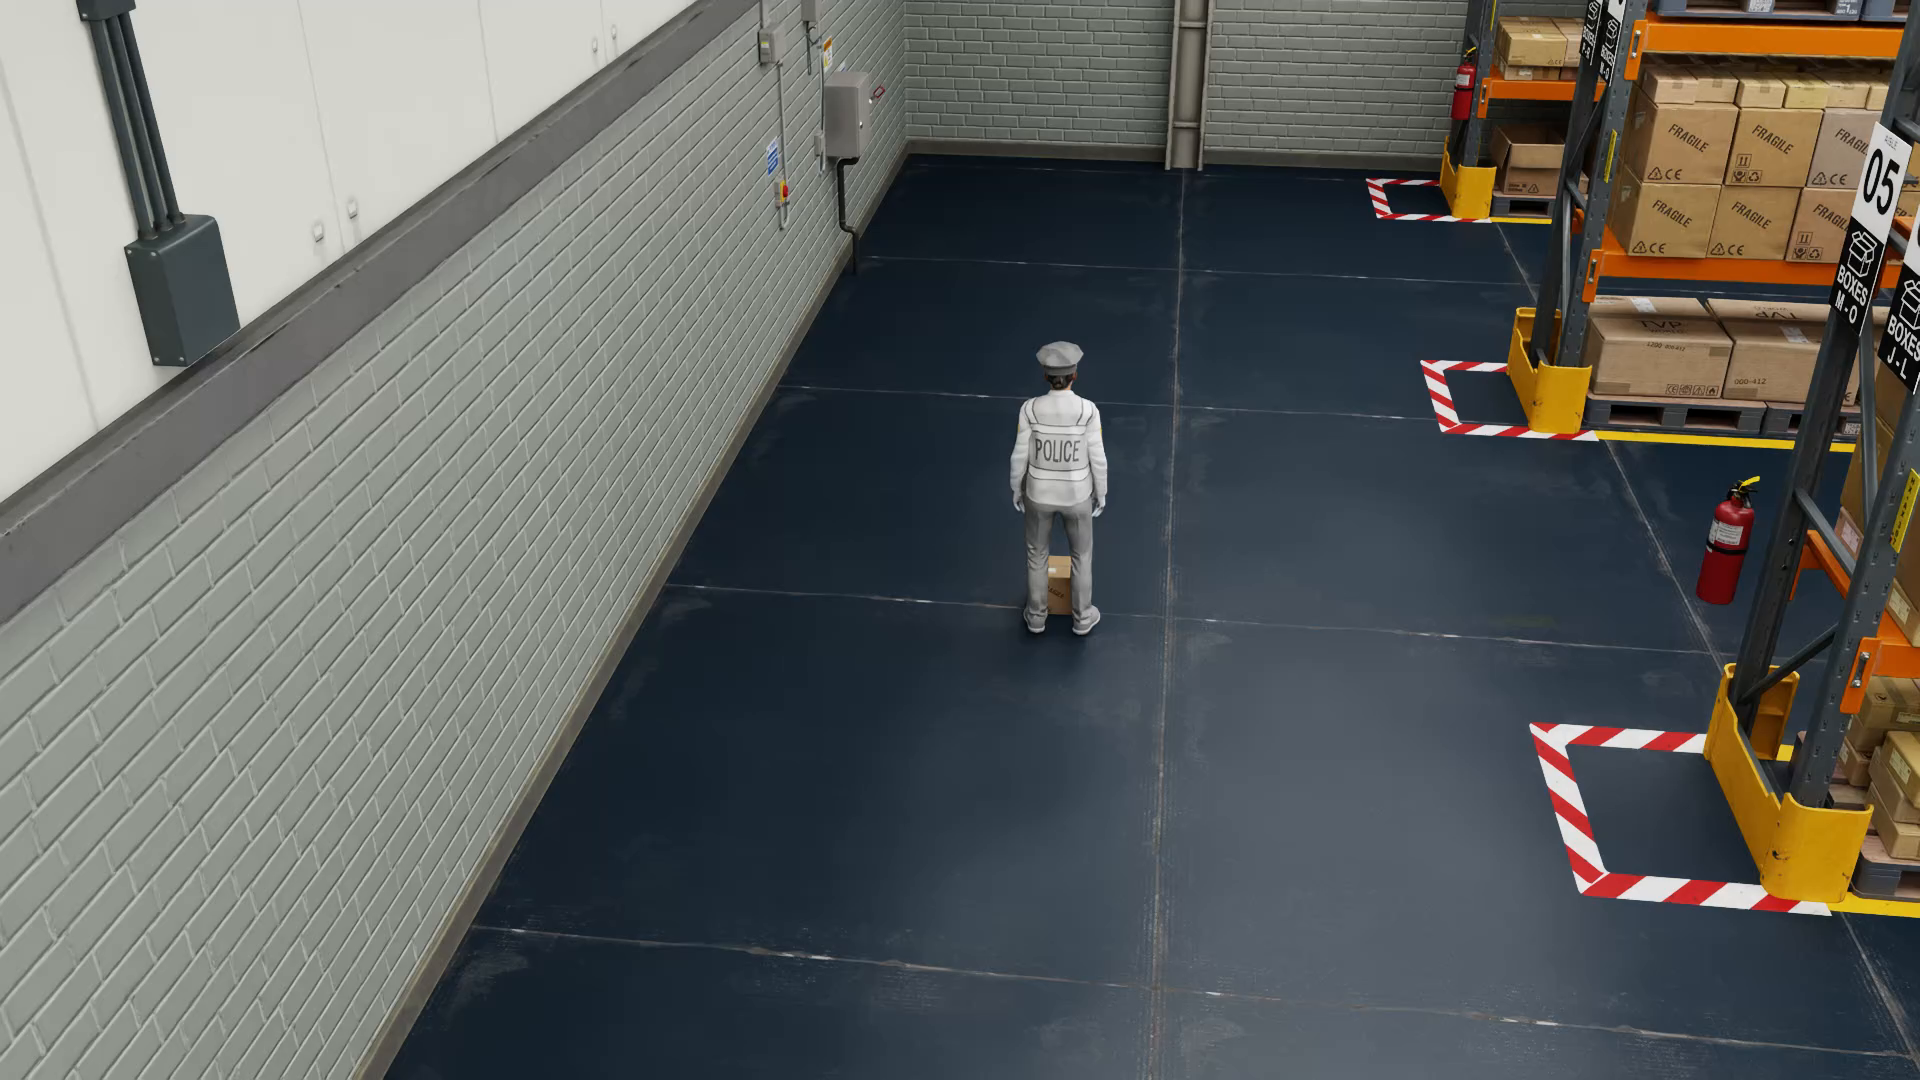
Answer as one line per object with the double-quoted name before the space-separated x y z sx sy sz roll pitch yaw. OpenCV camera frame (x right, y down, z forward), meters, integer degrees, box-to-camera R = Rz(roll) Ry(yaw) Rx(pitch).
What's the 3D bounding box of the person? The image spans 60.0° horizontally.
"person" 0.537 -0.245 9.070 0.530 1.663 0.371 4 29 7
